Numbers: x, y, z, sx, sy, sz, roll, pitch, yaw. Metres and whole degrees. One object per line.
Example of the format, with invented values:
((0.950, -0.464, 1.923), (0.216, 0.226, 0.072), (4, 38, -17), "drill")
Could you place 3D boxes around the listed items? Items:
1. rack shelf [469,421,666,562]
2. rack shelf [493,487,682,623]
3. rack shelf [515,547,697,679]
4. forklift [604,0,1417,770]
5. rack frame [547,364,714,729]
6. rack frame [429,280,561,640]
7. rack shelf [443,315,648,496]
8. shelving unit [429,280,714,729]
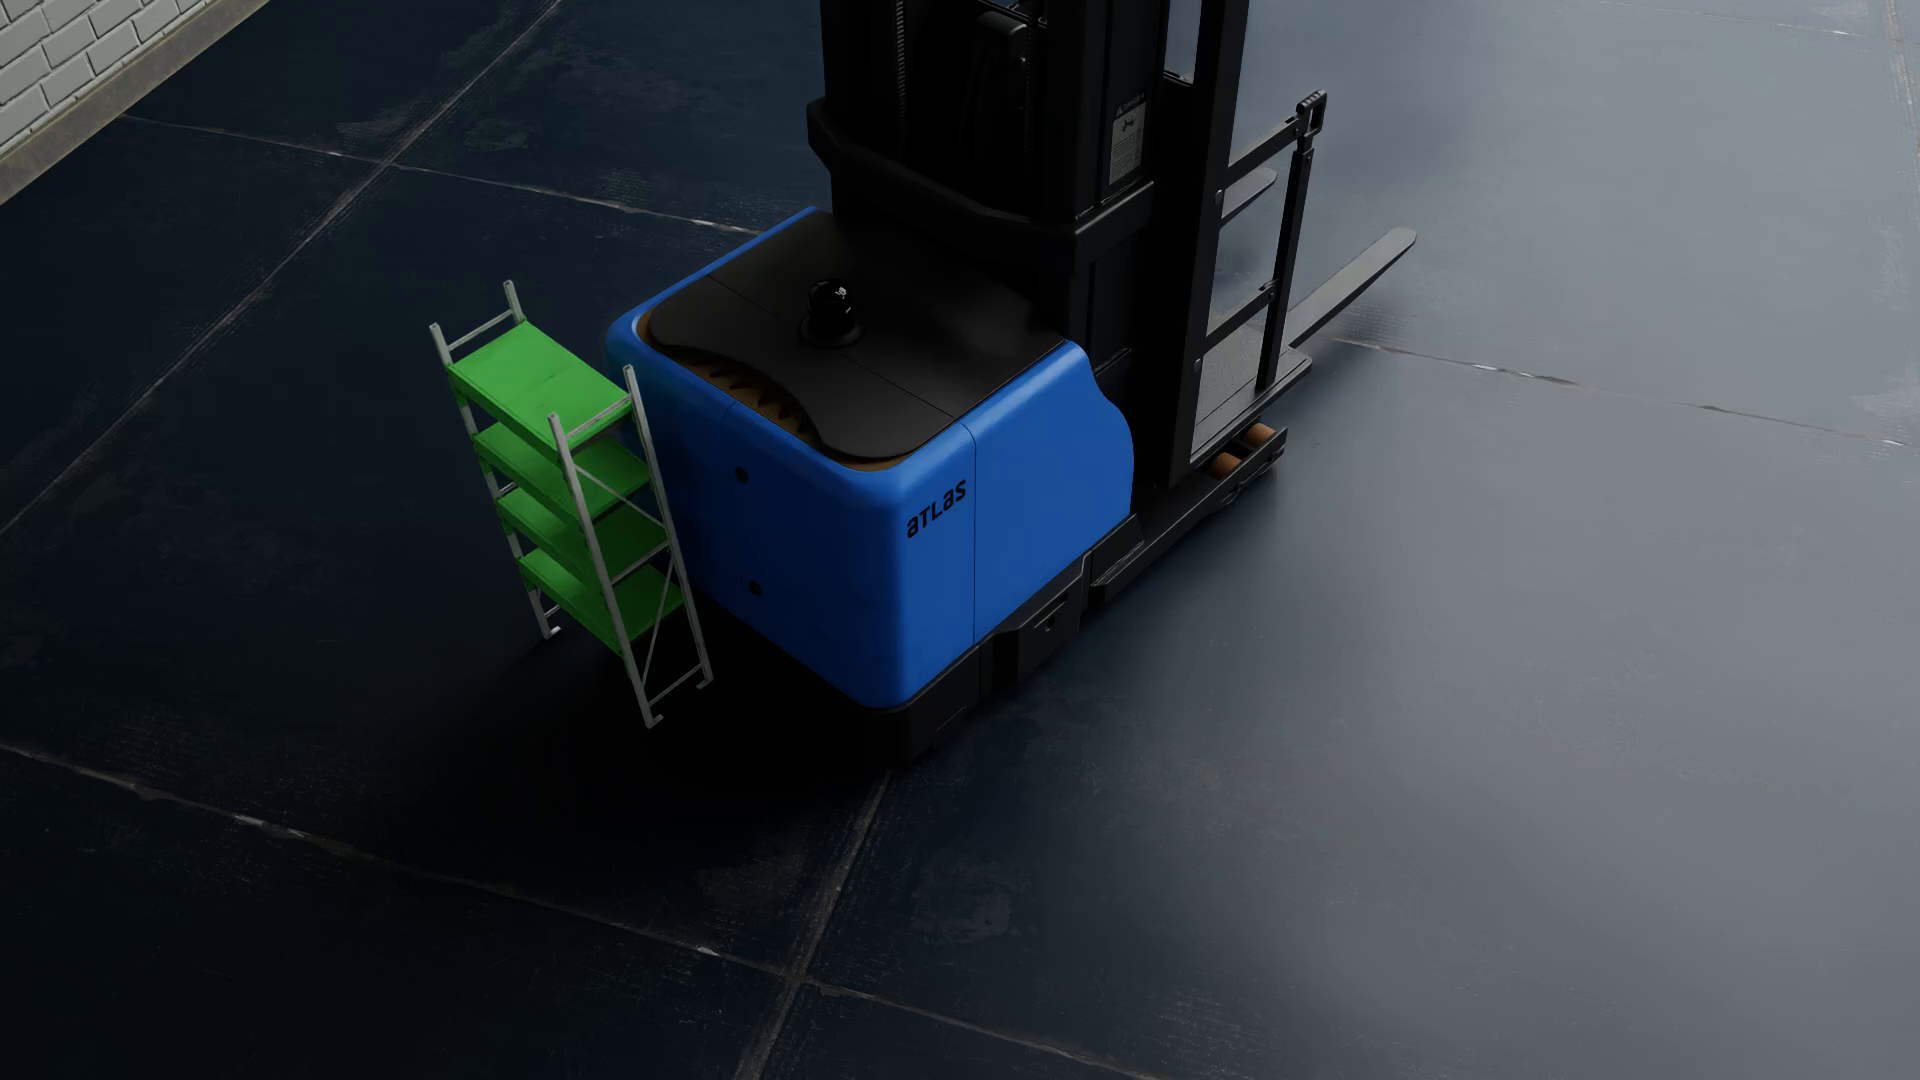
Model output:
((-1.015, -0.179, 4.311), (0.480, 0.148, 0.258), (34, 58, 30), "rack shelf")
((-1.003, -0.017, 4.488), (0.480, 0.148, 0.258), (34, 58, 30), "rack shelf")
((-0.990, 0.146, 4.664), (0.480, 0.148, 0.258), (34, 58, 30), "rack shelf")
((0.418, -1.375, 4.560), (1.130, 2.935, 3.031), (32, 53, 28), "forklift")
((-0.831, 0.059, 4.319), (0.015, 1.200, 0.240), (34, 58, 30), "rack frame")
((-1.181, -0.179, 4.562), (0.015, 1.200, 0.240), (34, 58, 30), "rack frame")
((-1.027, -0.341, 4.135), (0.480, 0.148, 0.258), (34, 58, 30), "rack shelf")
((-1.006, -0.060, 4.441), (0.503, 1.200, 0.258), (34, 58, 30), "shelving unit")
